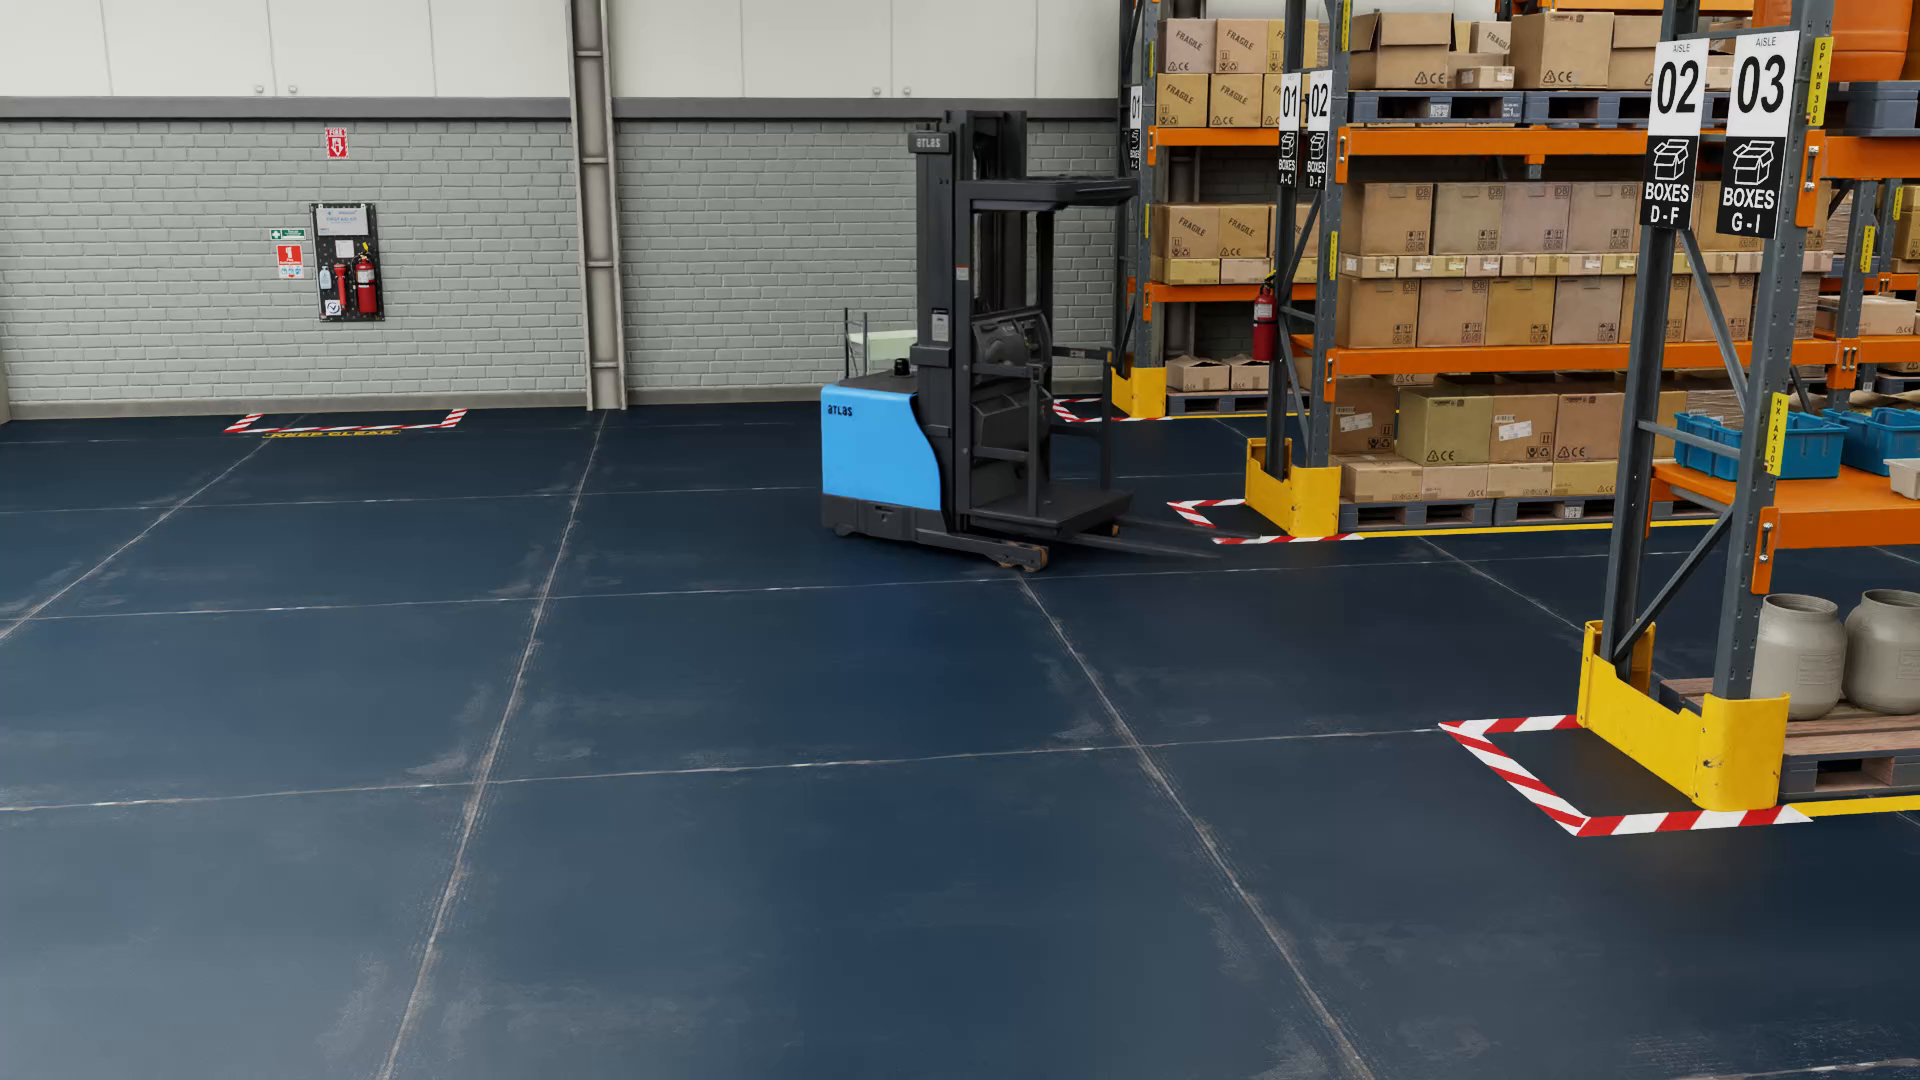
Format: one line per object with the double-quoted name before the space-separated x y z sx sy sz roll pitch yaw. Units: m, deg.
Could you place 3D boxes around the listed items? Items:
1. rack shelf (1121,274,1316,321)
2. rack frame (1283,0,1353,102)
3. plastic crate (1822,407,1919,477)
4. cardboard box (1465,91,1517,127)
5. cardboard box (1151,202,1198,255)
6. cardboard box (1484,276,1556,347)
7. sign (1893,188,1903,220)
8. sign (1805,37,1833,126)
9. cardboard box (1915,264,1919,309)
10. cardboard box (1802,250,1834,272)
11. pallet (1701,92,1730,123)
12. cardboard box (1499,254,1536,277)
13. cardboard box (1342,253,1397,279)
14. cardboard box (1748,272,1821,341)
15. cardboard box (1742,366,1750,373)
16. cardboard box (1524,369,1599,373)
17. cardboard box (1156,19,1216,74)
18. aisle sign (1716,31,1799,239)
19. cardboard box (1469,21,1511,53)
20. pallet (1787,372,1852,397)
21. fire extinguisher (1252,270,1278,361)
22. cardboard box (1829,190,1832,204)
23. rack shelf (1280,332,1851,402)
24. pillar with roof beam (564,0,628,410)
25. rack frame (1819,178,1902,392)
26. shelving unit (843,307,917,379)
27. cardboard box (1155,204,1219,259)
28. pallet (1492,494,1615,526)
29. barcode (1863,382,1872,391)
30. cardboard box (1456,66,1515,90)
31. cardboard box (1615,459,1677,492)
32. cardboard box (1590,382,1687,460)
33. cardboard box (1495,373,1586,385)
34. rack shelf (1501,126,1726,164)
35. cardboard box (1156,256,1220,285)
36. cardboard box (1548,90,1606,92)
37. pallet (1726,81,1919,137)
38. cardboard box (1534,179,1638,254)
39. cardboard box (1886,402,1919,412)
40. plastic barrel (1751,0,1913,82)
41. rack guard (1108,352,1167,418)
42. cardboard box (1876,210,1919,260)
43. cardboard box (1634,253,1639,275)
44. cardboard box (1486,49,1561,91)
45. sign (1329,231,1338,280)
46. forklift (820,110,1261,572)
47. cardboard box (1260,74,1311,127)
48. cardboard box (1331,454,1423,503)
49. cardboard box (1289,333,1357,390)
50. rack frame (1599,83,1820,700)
"rack shelf" 3.708 -2.532 17.129 4.000 0.370 1.077 -2 14 -8
"rack frame" 2.472 -4.526 11.272 0.127 3.000 1.000 -2 14 -8
"plastic crate" 4.299 -0.465 7.716 0.408 0.251 0.499 -2 14 -8
"cardboard box" 5.220 -4.388 16.640 0.500 0.500 0.500 -2 14 -7
"cardboard box" 2.165 -3.177 16.949 0.500 0.500 0.500 -2 14 -9
"cardboard box" 3.946 -1.716 12.191 0.500 0.500 0.700 -2 14 -8
"sign" 9.731 -3.491 17.258 0.005 0.325 0.100 -2 14 -8
"sign" 3.284 -1.752 6.356 0.005 0.325 0.100 -2 14 -8
"cardboard box" 7.710 -1.853 12.739 0.500 0.500 0.500 -1 14 -4
"cardboard box" 6.190 -2.063 12.244 0.250 0.149 0.380 -2 14 -8
"pallet" 5.588 -3.136 12.077 1.213 0.211 1.003 -2 14 -8
"cardboard box" 3.913 -1.980 11.911 0.250 0.149 0.380 -3 14 -10
"cardboard box" 2.892 -1.942 11.761 0.250 0.149 0.380 -2 14 -9
"cardboard box" 5.989 -1.792 12.497 0.500 0.500 0.700 -2 14 -10
"cardboard box" 8.410 -2.070 18.042 0.500 0.500 0.700 -2 14 -8
"cardboard box" 6.411 -1.985 17.703 0.500 0.500 0.700 -2 14 -6
"cardboard box" 2.147 -4.762 16.074 0.500 0.500 0.500 -3 14 -12
"aisle sign" 3.179 -1.613 6.642 0.004 0.787 0.394 -2 14 -8
"cardboard box" 5.231 -4.868 16.497 0.500 0.500 0.500 -3 14 -13
"pallet" 8.868 -1.717 18.136 1.213 0.211 1.003 -2 14 -8
"fire extinguisher" 2.286 -1.687 12.439 0.183 0.674 0.296 -2 14 -8
"cardboard box" 8.988 -3.640 17.624 0.250 0.149 0.380 -5 15 -18
"rack shelf" 4.450 -1.340 12.378 4.000 0.370 1.077 -2 14 -8
"pillar with roof beam" -2.998 -4.698 11.957 0.400 9.000 9.100 -2 14 -8
"rack frame" 9.641 -3.098 17.908 0.127 3.000 1.000 -2 14 -8
"shelving unit" -0.455 -1.027 12.735 0.755 1.500 0.431 -7 16 -26
"cardboard box" 2.247 -3.054 16.457 0.500 0.500 0.500 -2 14 -8
"pallet" 4.426 -0.345 12.664 1.213 0.211 1.003 -2 14 -8
"barcode" 6.742 -1.137 12.351 0.075 0.075 0.001 -2 14 -8
"cardboard box" 3.661 -3.221 11.600 0.250 0.149 0.380 -2 14 -8
"cardboard box" 5.013 -0.525 12.437 0.500 0.250 0.500 -2 14 -8
"cardboard box" 5.011 -0.892 12.358 0.500 0.500 0.500 -2 14 -8
"cardboard box" 4.439 -0.999 12.786 0.500 0.500 0.500 -2 14 -8
"rack shelf" 7.663 -4.131 17.342 4.000 0.370 1.077 -2 14 -8
"cardboard box" 2.260 -2.686 16.534 0.500 0.250 0.500 -3 14 -10
"cardboard box" 6.238 -4.661 16.904 0.500 0.500 0.500 0 14 0
"pallet" 4.039 -1.795 6.934 1.213 0.211 1.003 -2 14 -8
"cardboard box" 4.501 -2.367 12.122 0.500 0.500 0.700 -2 14 -8
"cardboard box" 7.369 -0.875 12.683 0.500 0.311 0.500 -2 14 -9
"plastic barrel" 3.668 -2.340 6.974 0.708 0.830 0.600 -2 14 -8
"rack guard" 1.805 -1.598 17.067 0.348 0.500 1.175 -2 14 -8
"cardboard box" 10.159 -3.256 17.682 0.500 0.500 0.500 -2 14 -7
"cardboard box" 4.934 -2.018 12.062 0.250 0.149 0.380 -2 14 -7
"cardboard box" 4.121 -3.425 12.079 0.500 0.311 0.500 0 14 -2
"sign" 2.549 -1.941 11.353 0.005 0.325 0.100 -2 14 -8
"forklift" 0.524 -1.361 11.122 3.031 2.935 1.130 9 17 32
"cardboard box" 3.147 -4.304 16.303 0.500 0.500 0.500 -1 14 -6
"cardboard box" 3.035 -0.452 12.149 0.500 0.250 0.500 -2 14 -8
"cardboard box" 3.724 -1.848 17.157 0.500 0.500 0.700 -3 14 -12
"rack frame" 3.206 -0.425 7.250 0.127 3.000 1.000 -2 14 -8
